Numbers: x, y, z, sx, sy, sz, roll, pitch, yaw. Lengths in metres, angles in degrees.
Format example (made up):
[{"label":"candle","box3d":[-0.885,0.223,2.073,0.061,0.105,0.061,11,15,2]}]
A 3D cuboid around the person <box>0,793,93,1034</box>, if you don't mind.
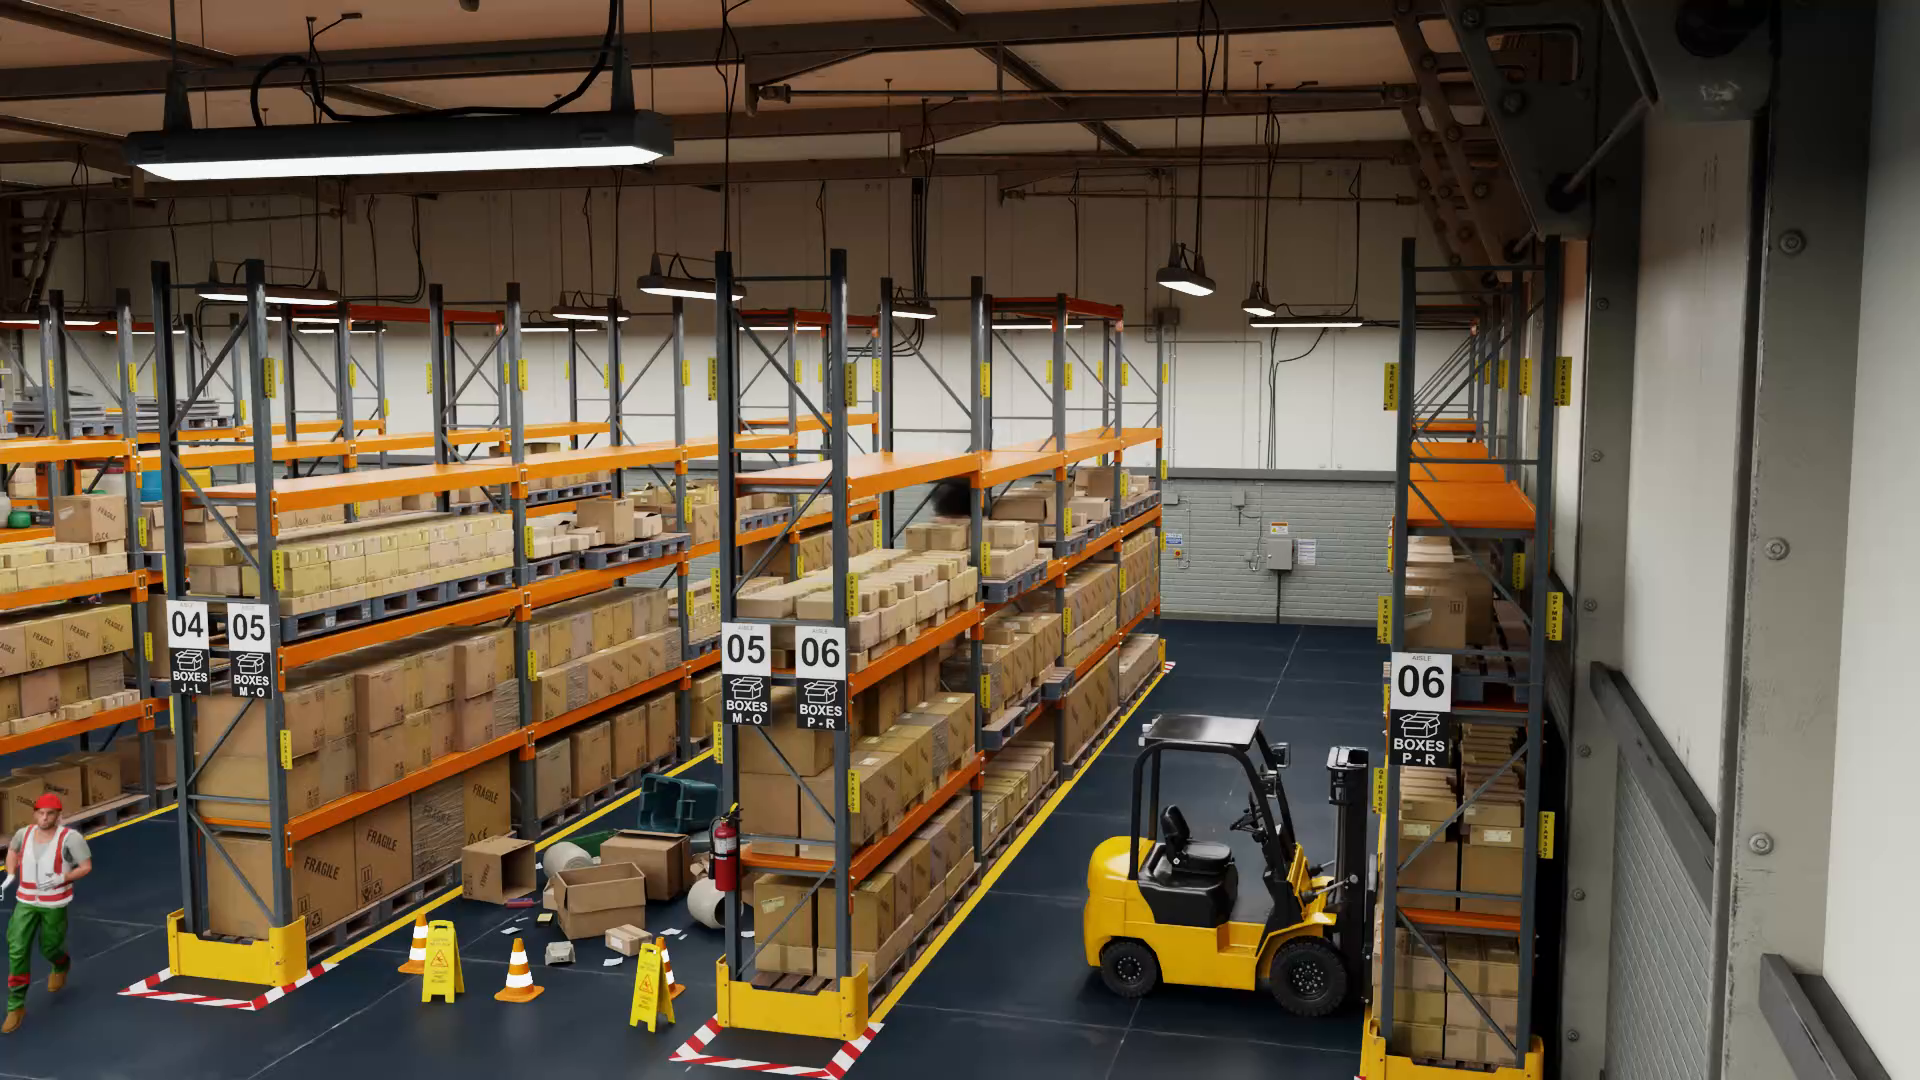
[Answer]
[{"label":"person","box3d":[-7.268,2.890,13.253,0.687,1.793,0.925,-1,6,-8]}]
